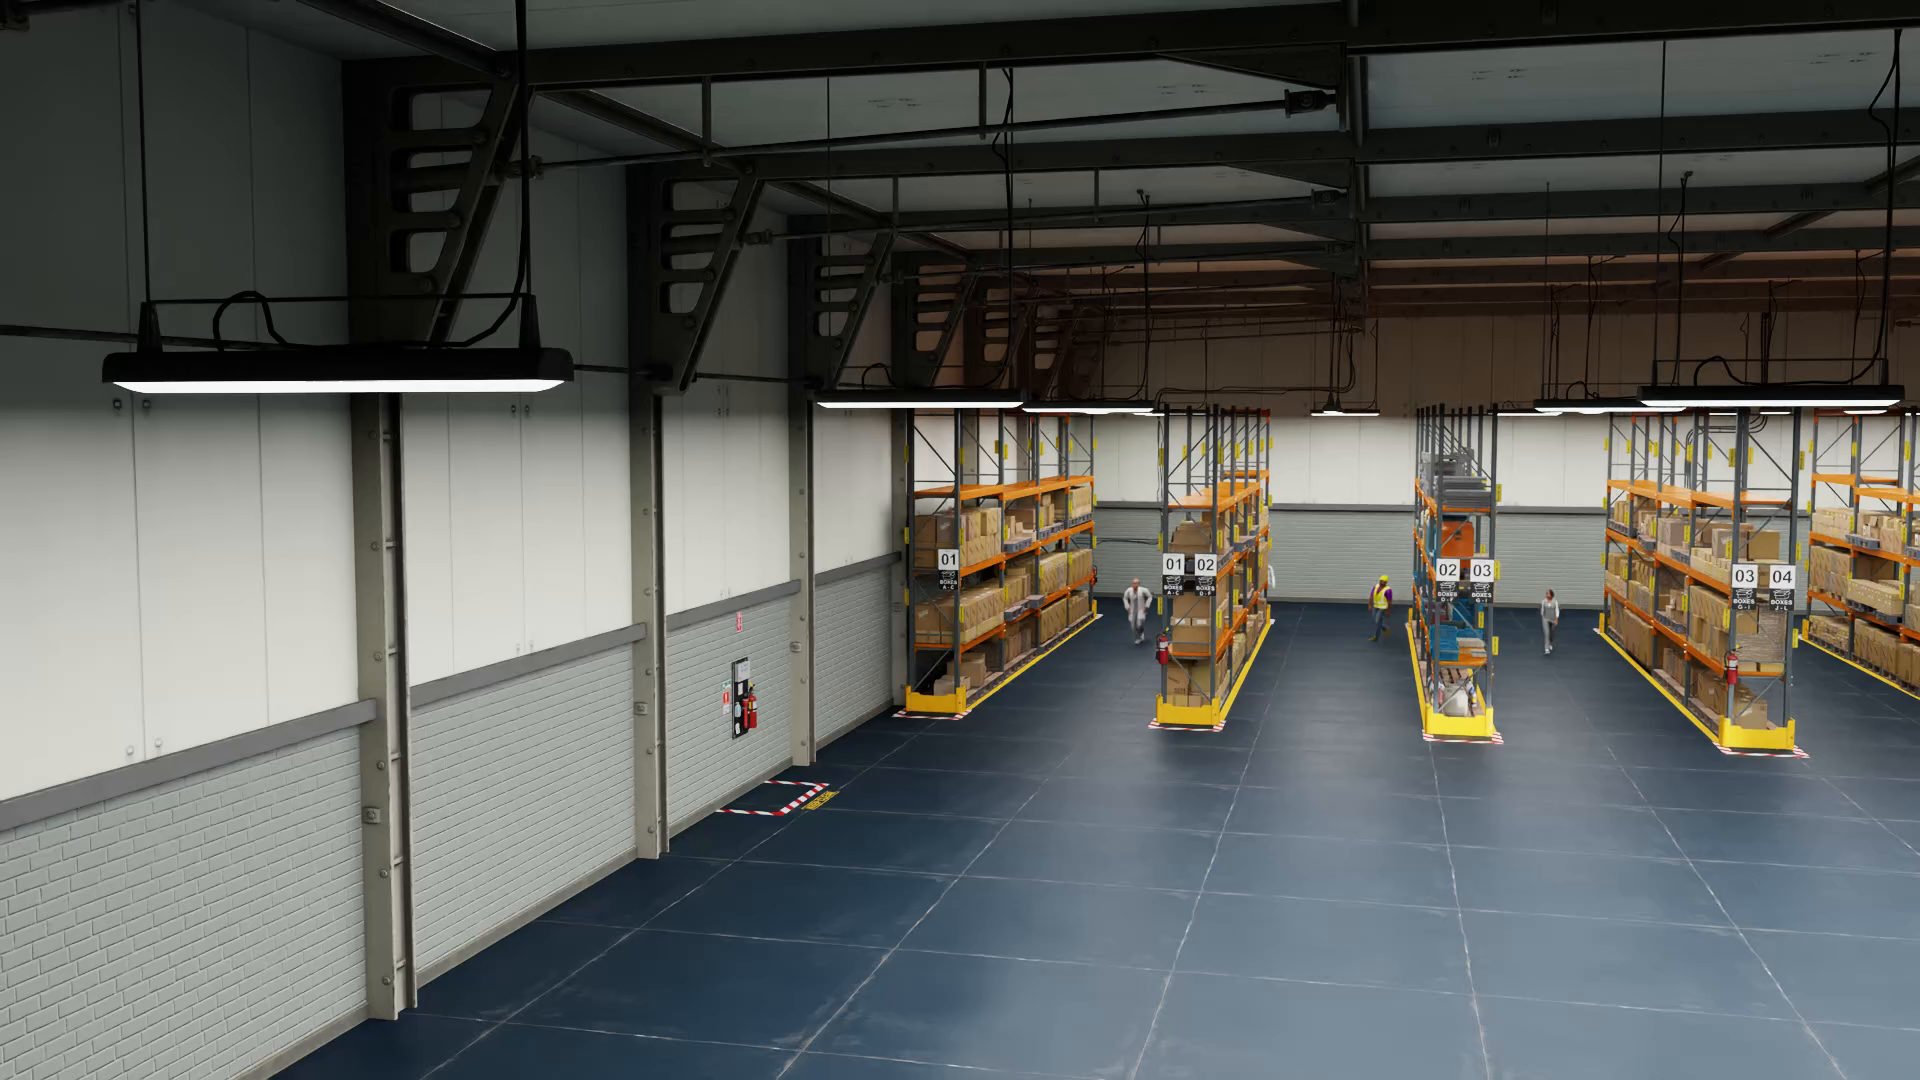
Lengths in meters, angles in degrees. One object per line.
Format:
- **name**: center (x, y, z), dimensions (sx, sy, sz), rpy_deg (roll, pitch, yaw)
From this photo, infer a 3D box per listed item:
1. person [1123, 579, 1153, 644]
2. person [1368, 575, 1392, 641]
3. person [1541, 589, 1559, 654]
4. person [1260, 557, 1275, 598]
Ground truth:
- **person**: center (4.521, 1.809, 42.330), dimensions (0.725, 1.685, 0.653), rpy_deg (2, 4, 21)
- **person**: center (10.847, 1.753, 42.627), dimensions (0.678, 1.723, 0.550), rpy_deg (-2, 5, -27)
- **person**: center (14.415, 1.972, 40.611), dimensions (0.395, 1.540, 0.972), rpy_deg (1, 4, 13)
- **person**: center (9.084, 1.304, 49.396), dimensions (0.484, 1.633, 0.976), rpy_deg (-1, 4, -18)
